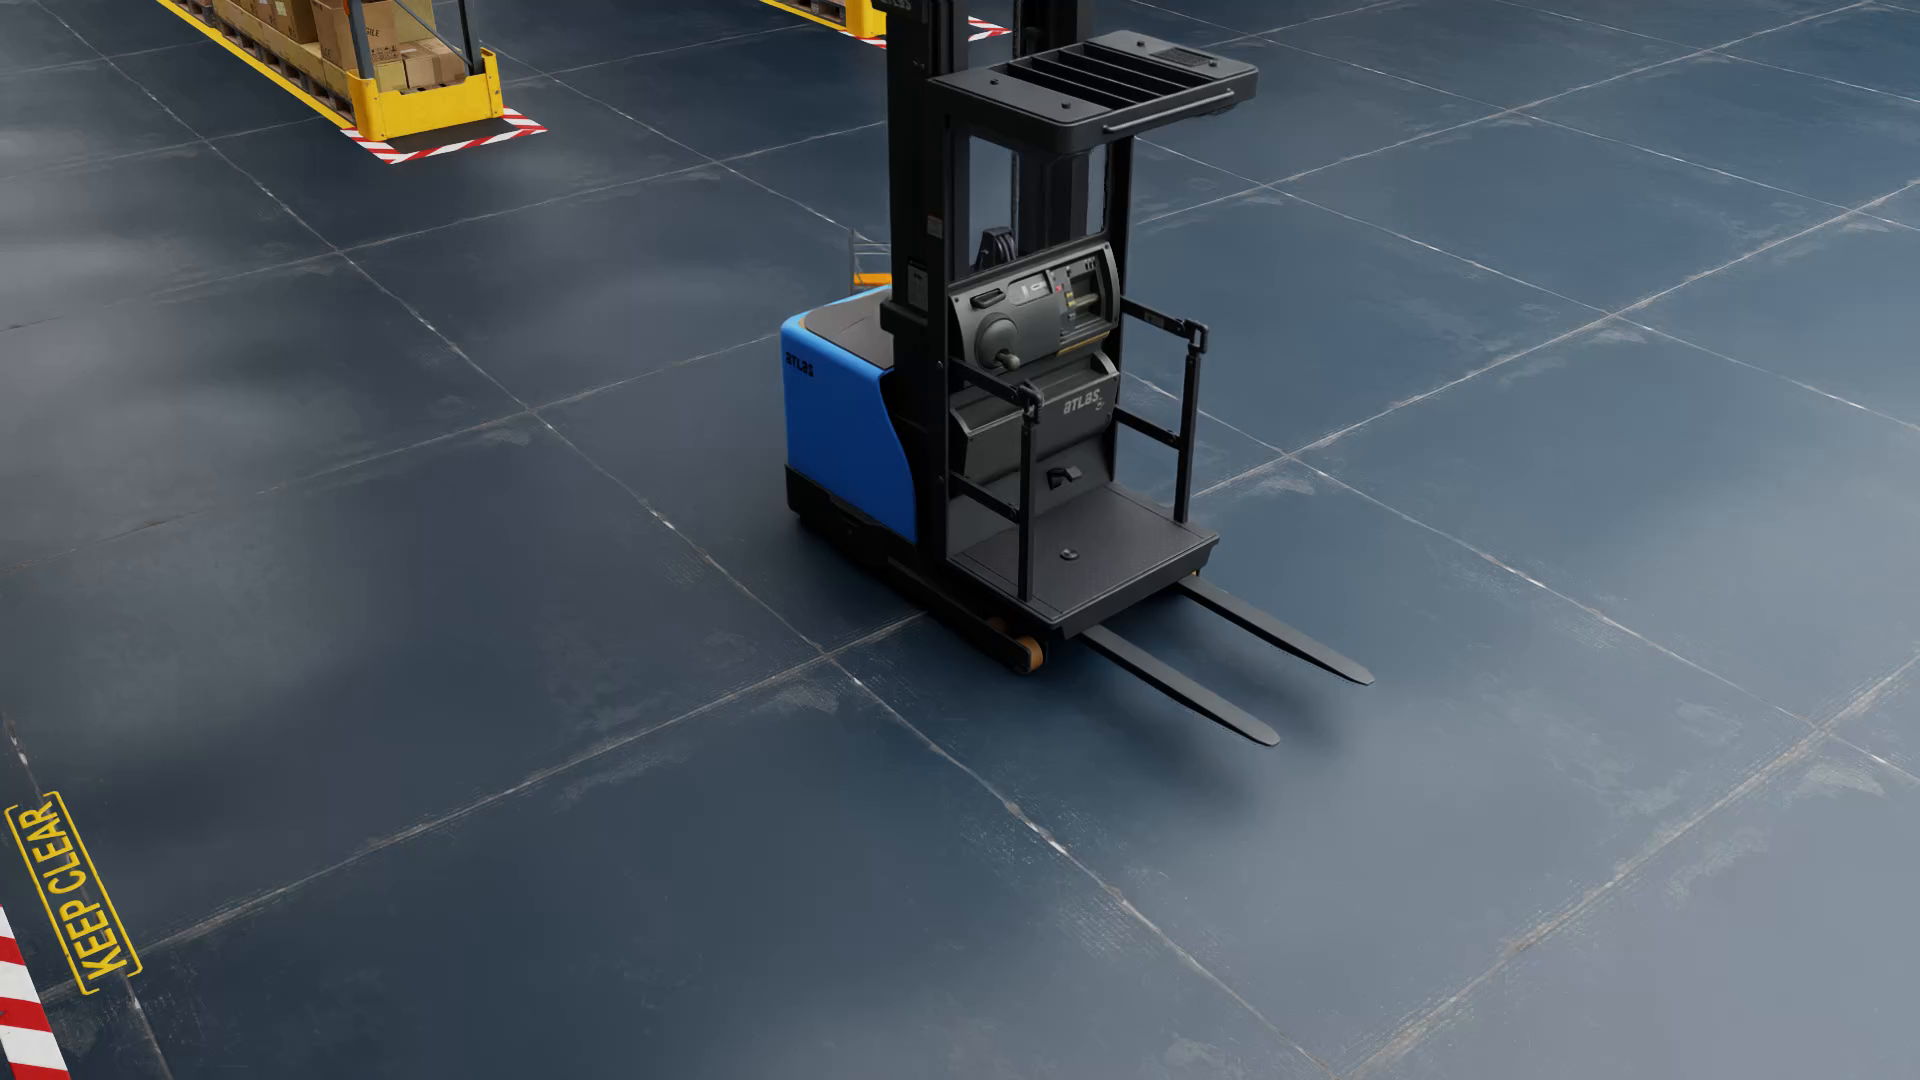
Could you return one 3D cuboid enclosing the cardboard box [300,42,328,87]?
[{"bbox_3d":[-5.281,-4.093,14.205,0.500,0.250,0.500,-22,38,-31],"label":"cardboard box"}]

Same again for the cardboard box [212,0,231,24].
[{"bbox_3d":[-6.811,-5.136,15.885,0.500,0.250,0.500,-22,38,-31],"label":"cardboard box"}]

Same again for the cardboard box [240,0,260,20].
[{"bbox_3d":[-6.205,-5.035,15.011,0.500,0.500,0.500,-22,38,-31],"label":"cardboard box"}]

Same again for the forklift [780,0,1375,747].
[{"bbox_3d":[0.476,-0.962,7.021,1.130,2.935,3.031,-25,40,-34],"label":"forklift"}]

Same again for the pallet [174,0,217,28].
[{"bbox_3d":[-7.338,-5.527,16.949,1.003,0.211,1.213,-22,38,-31],"label":"pallet"}]

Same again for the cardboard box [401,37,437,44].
[{"bbox_3d":[-4.865,-4.263,14.480,0.500,0.250,0.500,-22,38,-31],"label":"cardboard box"}]

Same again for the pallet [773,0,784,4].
[{"bbox_3d":[-1.809,-6.032,17.762,1.003,0.211,1.213,-22,38,-31],"label":"pallet"}]

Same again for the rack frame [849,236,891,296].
[{"bbox_3d":[-0.441,-0.991,8.669,0.240,1.200,0.006,-1,24,-1],"label":"rack frame"}]

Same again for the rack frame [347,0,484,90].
[{"bbox_3d":[-4.403,-4.750,13.056,1.000,3.000,0.127,-22,38,-31],"label":"rack frame"}]

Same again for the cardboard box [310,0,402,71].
[{"bbox_3d":[-4.967,-4.207,13.677,0.500,0.500,0.500,-22,38,-31],"label":"cardboard box"}]

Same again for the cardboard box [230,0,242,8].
[{"bbox_3d":[-6.506,-5.246,15.351,0.500,0.500,0.500,-22,38,-31],"label":"cardboard box"}]

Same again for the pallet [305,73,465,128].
[{"bbox_3d":[-4.905,-3.871,14.283,1.003,0.211,1.213,-22,38,-31],"label":"pallet"}]

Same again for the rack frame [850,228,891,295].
[{"bbox_3d":[-0.444,-1.065,8.836,0.240,1.200,0.006,-1,24,-1],"label":"rack frame"}]

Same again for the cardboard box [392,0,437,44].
[{"bbox_3d":[-4.864,-4.583,14.283,0.500,0.500,0.500,-22,38,-31],"label":"cardboard box"}]

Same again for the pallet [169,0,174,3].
[{"bbox_3d":[-8.091,-6.036,17.769,1.003,0.211,1.213,-22,38,-31],"label":"pallet"}]

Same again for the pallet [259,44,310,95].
[{"bbox_3d":[-5.649,-4.379,15.101,1.003,0.211,1.213,-22,38,-31],"label":"pallet"}]

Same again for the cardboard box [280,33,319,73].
[{"bbox_3d":[-5.589,-4.301,14.540,0.500,0.250,0.500,-22,38,-31],"label":"cardboard box"}]

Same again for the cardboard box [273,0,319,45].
[{"bbox_3d":[-5.591,-4.619,14.341,0.500,0.500,0.500,-22,38,-31],"label":"cardboard box"}]

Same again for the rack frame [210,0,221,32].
[{"bbox_3d":[-6.856,-6.417,15.740,1.000,3.000,0.127,-22,38,-31],"label":"rack frame"}]

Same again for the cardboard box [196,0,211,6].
[{"bbox_3d":[-7.339,-5.507,16.482,0.500,0.250,0.500,-23,38,-32],"label":"cardboard box"}]

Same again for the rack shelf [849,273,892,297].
[{"bbox_3d":[-0.443,-1.316,8.624,0.258,0.103,0.180,-1,24,-1],"label":"rack shelf"}]

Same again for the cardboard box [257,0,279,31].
[{"bbox_3d":[-5.897,-4.827,14.677,0.500,0.500,0.500,-22,38,-31],"label":"cardboard box"}]

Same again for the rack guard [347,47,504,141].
[{"bbox_3d":[-4.388,-3.679,13.699,1.175,0.500,0.348,-22,38,-31],"label":"rack guard"}]

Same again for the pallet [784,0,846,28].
[{"bbox_3d":[-1.065,-5.524,16.943,1.003,0.211,1.213,-22,38,-31],"label":"pallet"}]

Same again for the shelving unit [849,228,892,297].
[{"bbox_3d":[-0.443,-1.028,8.753,0.258,1.200,0.189,-1,24,-1],"label":"shelving unit"}]

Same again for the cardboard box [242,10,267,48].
[{"bbox_3d":[-6.206,-4.716,15.209,0.500,0.250,0.500,-22,38,-31],"label":"cardboard box"}]

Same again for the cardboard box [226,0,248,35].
[{"bbox_3d":[-6.508,-4.926,15.547,0.500,0.250,0.500,-22,38,-31],"label":"cardboard box"}]

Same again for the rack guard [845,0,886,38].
[{"bbox_3d":[-0.572,-5.306,16.319,1.175,0.500,0.348,-22,38,-31],"label":"rack guard"}]

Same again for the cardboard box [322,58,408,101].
[{"bbox_3d":[-4.965,-3.889,13.876,0.500,0.250,0.500,-22,38,-31],"label":"cardboard box"}]

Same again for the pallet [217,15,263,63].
[{"bbox_3d":[-6.401,-4.888,15.920,1.003,0.211,1.213,-22,38,-31],"label":"pallet"}]

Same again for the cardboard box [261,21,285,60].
[{"bbox_3d":[-5.894,-4.510,14.876,0.500,0.250,0.500,-22,38,-31],"label":"cardboard box"}]

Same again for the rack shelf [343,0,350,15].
[{"bbox_3d":[-5.629,-5.278,14.587,1.077,0.370,4.000,-22,38,-31],"label":"rack shelf"}]

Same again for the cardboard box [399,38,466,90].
[{"bbox_3d":[-4.556,-4.056,14.146,0.500,0.250,0.500,-22,38,-31],"label":"cardboard box"}]
